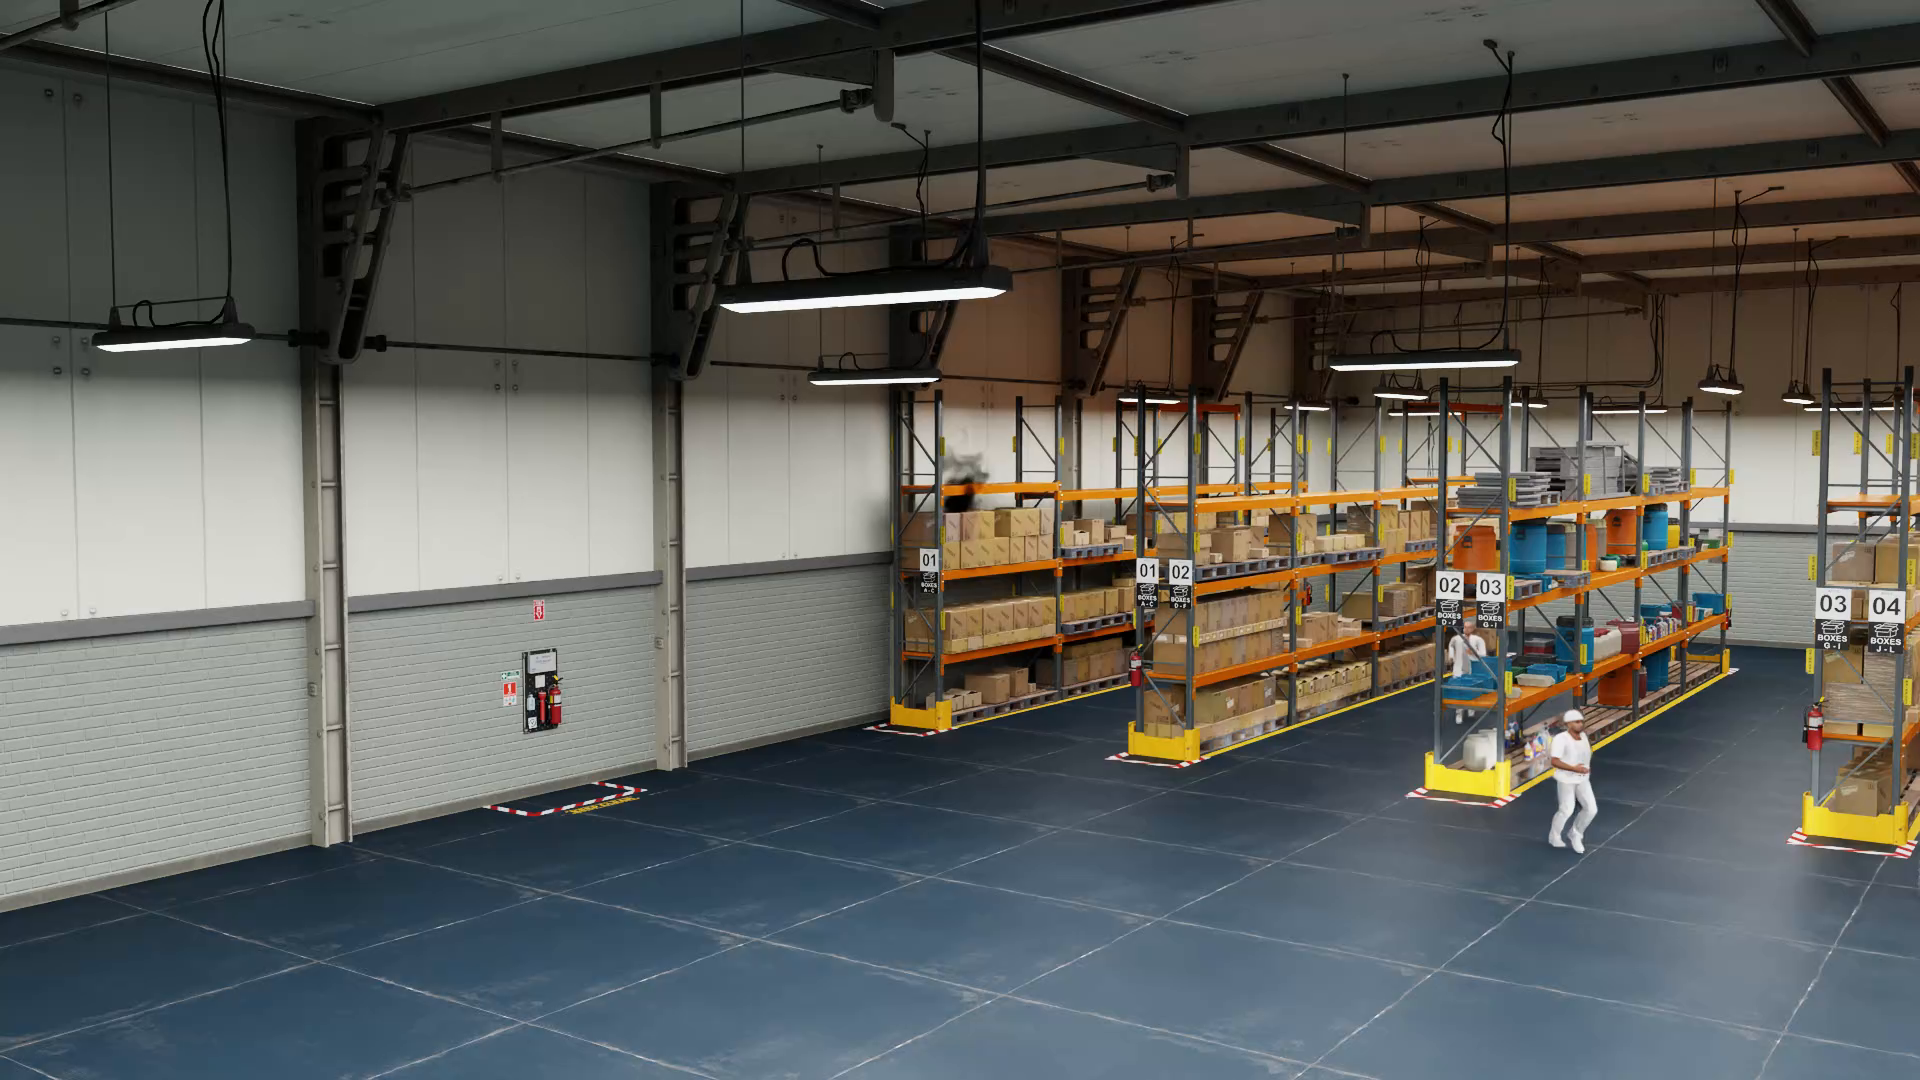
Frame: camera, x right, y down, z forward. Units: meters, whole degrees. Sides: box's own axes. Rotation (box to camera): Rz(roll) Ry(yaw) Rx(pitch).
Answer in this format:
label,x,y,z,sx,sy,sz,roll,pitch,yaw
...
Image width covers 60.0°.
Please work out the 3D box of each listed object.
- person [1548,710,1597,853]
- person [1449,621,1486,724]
label,x,y,z,sx,sy,sz,roll,pitch,yaw
person,7.564,2.983,20.462,0.716,1.793,0.700,-1,3,-23
person,9.237,2.408,30.318,0.687,1.761,0.990,1,3,21
